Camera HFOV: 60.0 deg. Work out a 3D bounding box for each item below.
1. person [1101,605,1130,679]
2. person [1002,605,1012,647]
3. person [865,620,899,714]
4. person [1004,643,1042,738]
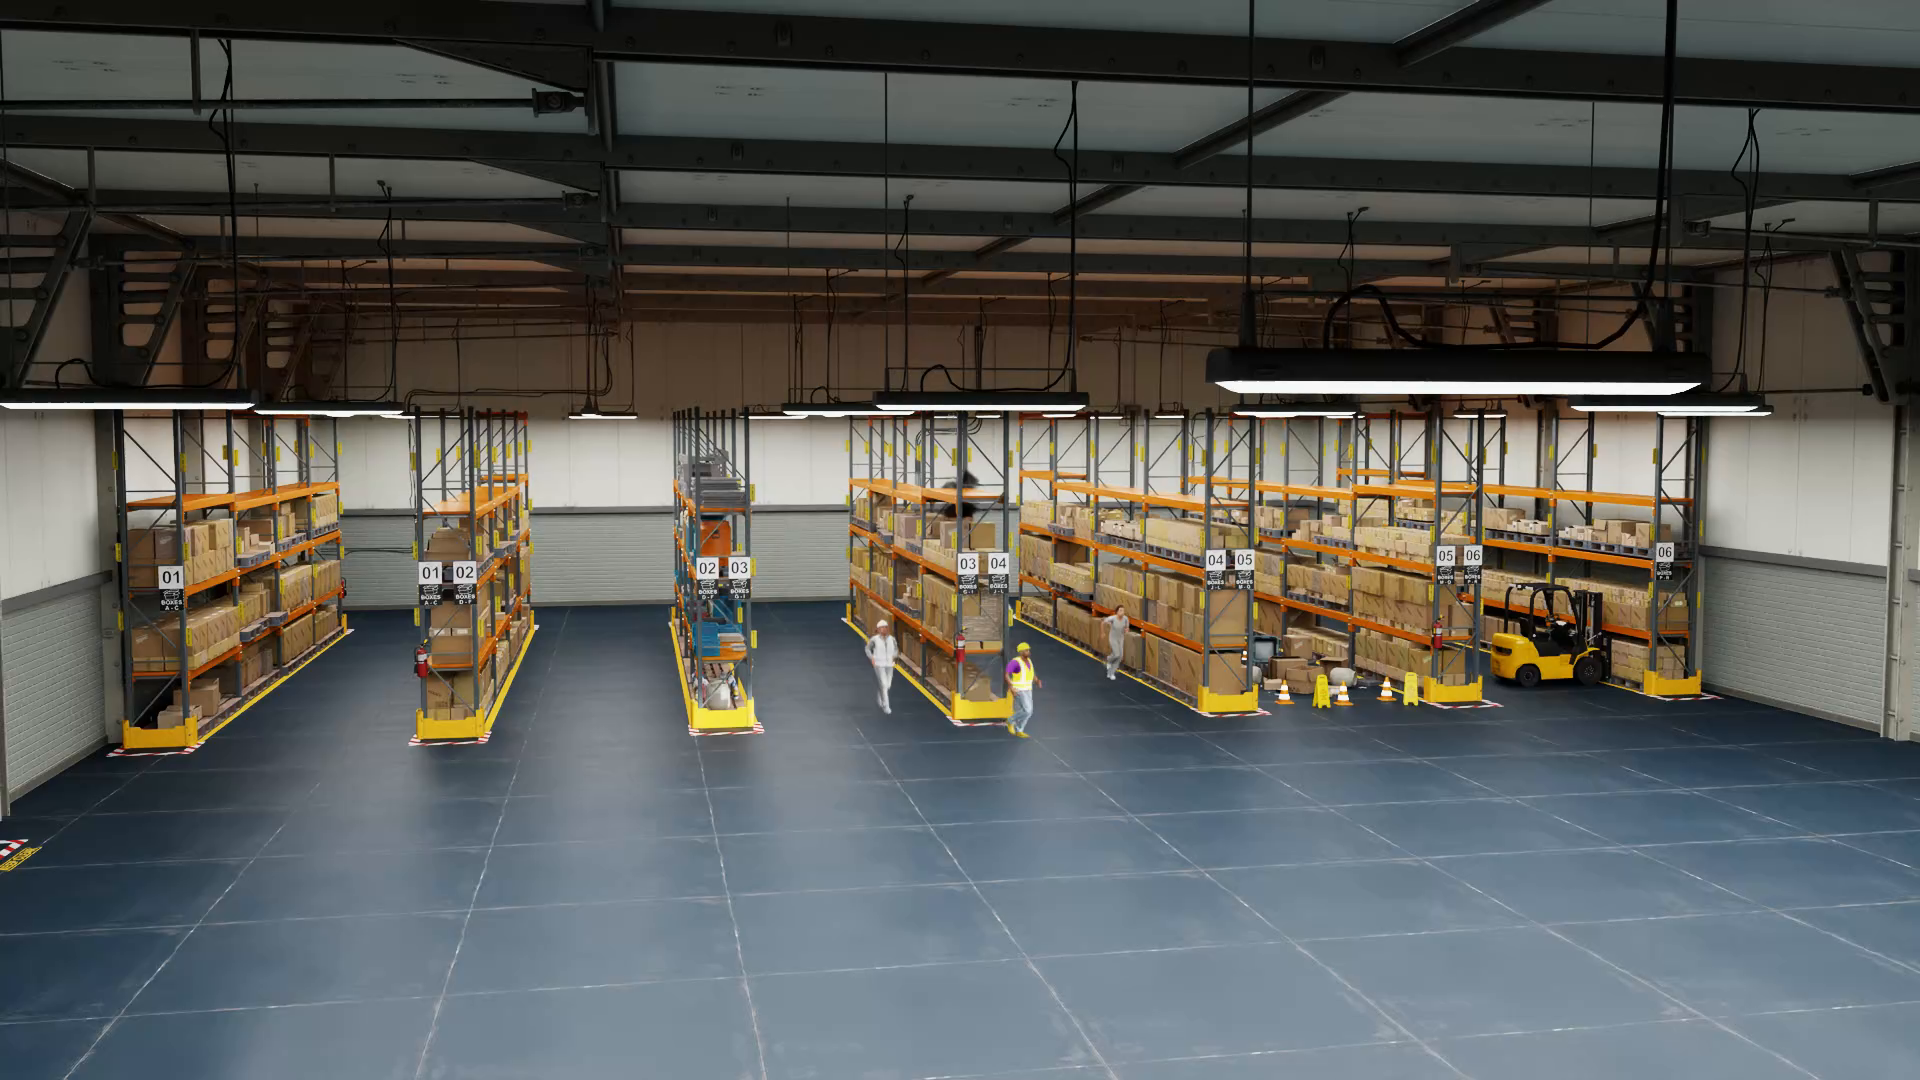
[{"bbox_3d":[3.310,2.155,35.065,0.552,1.597,0.671,-2,4,-24],"label":"person"},{"bbox_3d":[0.997,2.025,39.702,0.607,1.509,0.862,-1,4,-16],"label":"person"},{"bbox_3d":[-1.502,2.439,32.364,0.664,1.774,0.848,-2,4,-24],"label":"person"},{"bbox_3d":[1.152,2.718,30.167,0.583,1.728,0.717,3,5,35],"label":"person"}]
